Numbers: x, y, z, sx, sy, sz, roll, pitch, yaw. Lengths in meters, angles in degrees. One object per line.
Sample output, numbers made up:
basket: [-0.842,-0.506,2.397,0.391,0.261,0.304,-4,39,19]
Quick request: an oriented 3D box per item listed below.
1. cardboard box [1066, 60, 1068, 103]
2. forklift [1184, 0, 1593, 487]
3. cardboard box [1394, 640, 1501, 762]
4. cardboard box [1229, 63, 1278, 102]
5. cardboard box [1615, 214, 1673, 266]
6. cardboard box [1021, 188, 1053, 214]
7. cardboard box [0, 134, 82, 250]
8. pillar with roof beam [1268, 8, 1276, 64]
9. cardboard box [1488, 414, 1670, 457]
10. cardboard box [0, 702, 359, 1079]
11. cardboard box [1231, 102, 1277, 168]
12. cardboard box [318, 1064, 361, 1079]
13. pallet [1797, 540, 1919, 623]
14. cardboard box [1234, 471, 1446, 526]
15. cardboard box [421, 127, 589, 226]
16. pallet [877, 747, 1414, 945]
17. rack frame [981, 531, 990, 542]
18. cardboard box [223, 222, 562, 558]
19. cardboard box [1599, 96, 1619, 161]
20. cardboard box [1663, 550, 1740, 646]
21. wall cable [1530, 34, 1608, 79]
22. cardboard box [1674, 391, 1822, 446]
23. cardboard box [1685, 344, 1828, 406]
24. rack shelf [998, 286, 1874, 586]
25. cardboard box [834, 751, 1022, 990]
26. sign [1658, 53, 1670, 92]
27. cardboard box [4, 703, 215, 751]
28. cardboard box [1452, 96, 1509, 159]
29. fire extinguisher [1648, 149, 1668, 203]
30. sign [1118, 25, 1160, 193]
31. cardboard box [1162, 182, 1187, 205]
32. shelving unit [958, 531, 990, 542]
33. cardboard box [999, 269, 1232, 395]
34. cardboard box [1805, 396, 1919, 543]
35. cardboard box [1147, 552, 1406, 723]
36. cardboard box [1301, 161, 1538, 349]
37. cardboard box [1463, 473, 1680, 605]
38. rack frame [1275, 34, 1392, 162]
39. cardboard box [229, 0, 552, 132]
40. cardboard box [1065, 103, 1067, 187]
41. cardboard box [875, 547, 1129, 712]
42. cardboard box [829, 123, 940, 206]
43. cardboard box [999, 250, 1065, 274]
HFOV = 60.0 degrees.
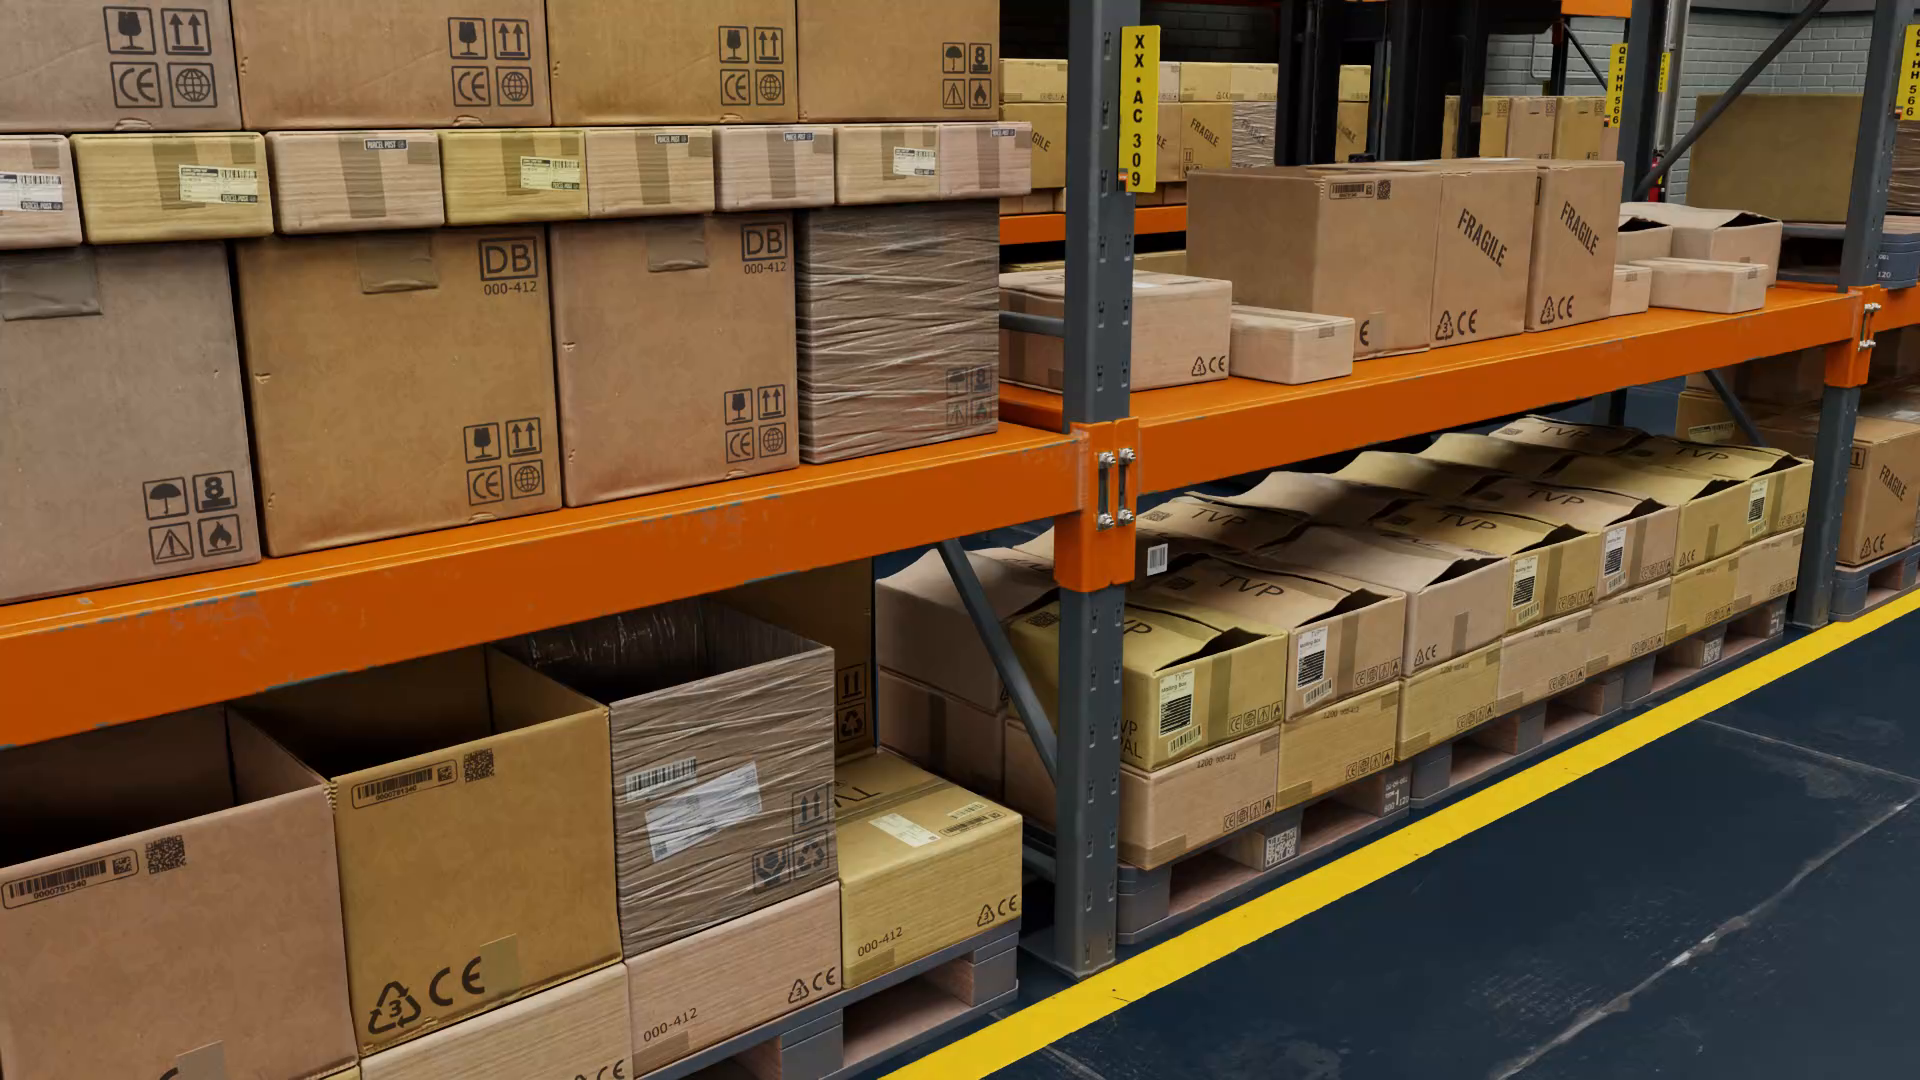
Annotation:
cardboard box: [0.677,-2.847,10.333,0.500,0.250,0.500,-13,20,-40]
forklift: [2.518,-1.911,9.223,3.031,2.935,1.130,-11,19,-37]
cardboard box: [1.239,0.407,4.927,0.500,0.250,0.500,-13,20,-41]
cardboard box: [1.816,-3.106,11.305,0.500,0.250,0.500,-12,19,-38]
cardboard box: [2.213,-1.044,6.020,0.500,0.311,0.500,-13,20,-40]
cardboard box: [0.356,-2.105,10.265,0.250,0.149,0.380,-12,19,-39]
cardboard box: [-1.423,-0.492,2.330,0.250,0.149,0.380,-12,19,-39]
pillar with roof beam: [5.564,-5.190,9.742,0.400,9.000,9.100,-13,19,-39]
cardboard box: [2.427,-0.315,6.544,0.500,0.311,0.500,-12,19,-38]
cardboard box: [-1.337,0.616,2.692,0.500,0.500,0.500,-13,19,-39]
cardboard box: [1.832,-2.745,11.405,0.500,0.500,0.500,-13,19,-39]
cardboard box: [-1.337,0.978,2.789,0.500,0.250,0.500,-13,19,-39]
pallet: [3.603,0.027,7.240,1.213,0.211,1.003,-13,19,-39]
cardboard box: [1.262,-0.051,5.557,0.500,0.311,0.500,-13,20,-40]
cardboard box: [-0.836,-0.625,2.828,0.250,0.149,0.380,-13,20,-40]
pallet: [0.527,0.691,4.753,1.213,0.211,1.003,-13,19,-39]
rack frame: [0.058,-0.593,7.644,0.006,1.200,0.240,-13,19,-39]
cardboard box: [-1.108,-0.321,2.944,0.500,0.500,0.700,-12,19,-39]
cardboard box: [5.417,-3.577,14.746,0.700,0.700,0.980,-12,19,-37]
cardboard box: [2.391,0.149,5.894,0.500,0.250,0.500,-13,20,-40]
wall cable: [6.140,-4.412,16.486,1.851,1.984,0.084,-13,19,-39]
cardboard box: [3.566,-0.410,7.464,0.500,0.500,0.500,-12,19,-37]
cardboard box: [3.606,-0.783,7.406,0.500,0.250,0.500,-12,19,-37]
rack shelf: [1.506,-0.515,5.259,4.000,0.370,1.077,-13,19,-39]
cardboard box: [-0.209,0.723,3.745,0.500,0.250,0.500,-13,19,-39]
sign: [6.141,-4.086,14.531,0.005,0.325,0.100,-13,19,-39]
cardboard box: [-1.689,0.512,3.082,0.500,0.500,0.500,-13,19,-39]
cardboard box: [3.752,-3.199,13.331,0.700,0.700,0.980,-13,20,-41]
fire extinguisher: [6.212,-3.238,14.933,0.183,0.674,0.296,-13,19,-39]
sign: [0.362,-0.872,3.372,0.005,0.325,0.100,-13,19,-39]
cardboard box: [1.310,-2.326,11.093,0.250,0.149,0.380,-13,19,-39]
shelving unit: [-0.011,-0.577,7.586,0.189,1.200,0.258,-13,19,-39]
cardboard box: [0.340,-0.543,4.261,0.500,0.250,0.500,-11,19,-36]
cardboard box: [3.937,-0.317,7.116,0.500,0.500,0.500,-14,20,-41]
cardboard box: [0.853,0.226,4.520,0.500,0.311,0.500,-13,20,-40]
cardboard box: [1.362,-0.873,5.011,0.500,0.500,0.500,-13,19,-39]
cardboard box: [2.011,-0.036,5.498,0.500,0.311,0.500,-13,20,-40]
rack frame: [2.777,-2.842,12.579,0.127,3.000,1.000,-13,19,-39]
cardboard box: [-1.092,-0.952,2.792,0.500,0.500,0.700,-13,20,-39]
cardboard box: [0.696,-2.486,10.435,0.500,0.500,0.500,-12,19,-38]
cardboard box: [0.114,0.207,4.591,0.500,0.311,0.500,-13,19,-39]
cardboard box: [-0.255,-0.756,3.317,0.250,0.149,0.380,-13,20,-41]
cardboard box: [0.401,-1.428,10.636,0.750,0.750,0.750,-13,20,-40]
